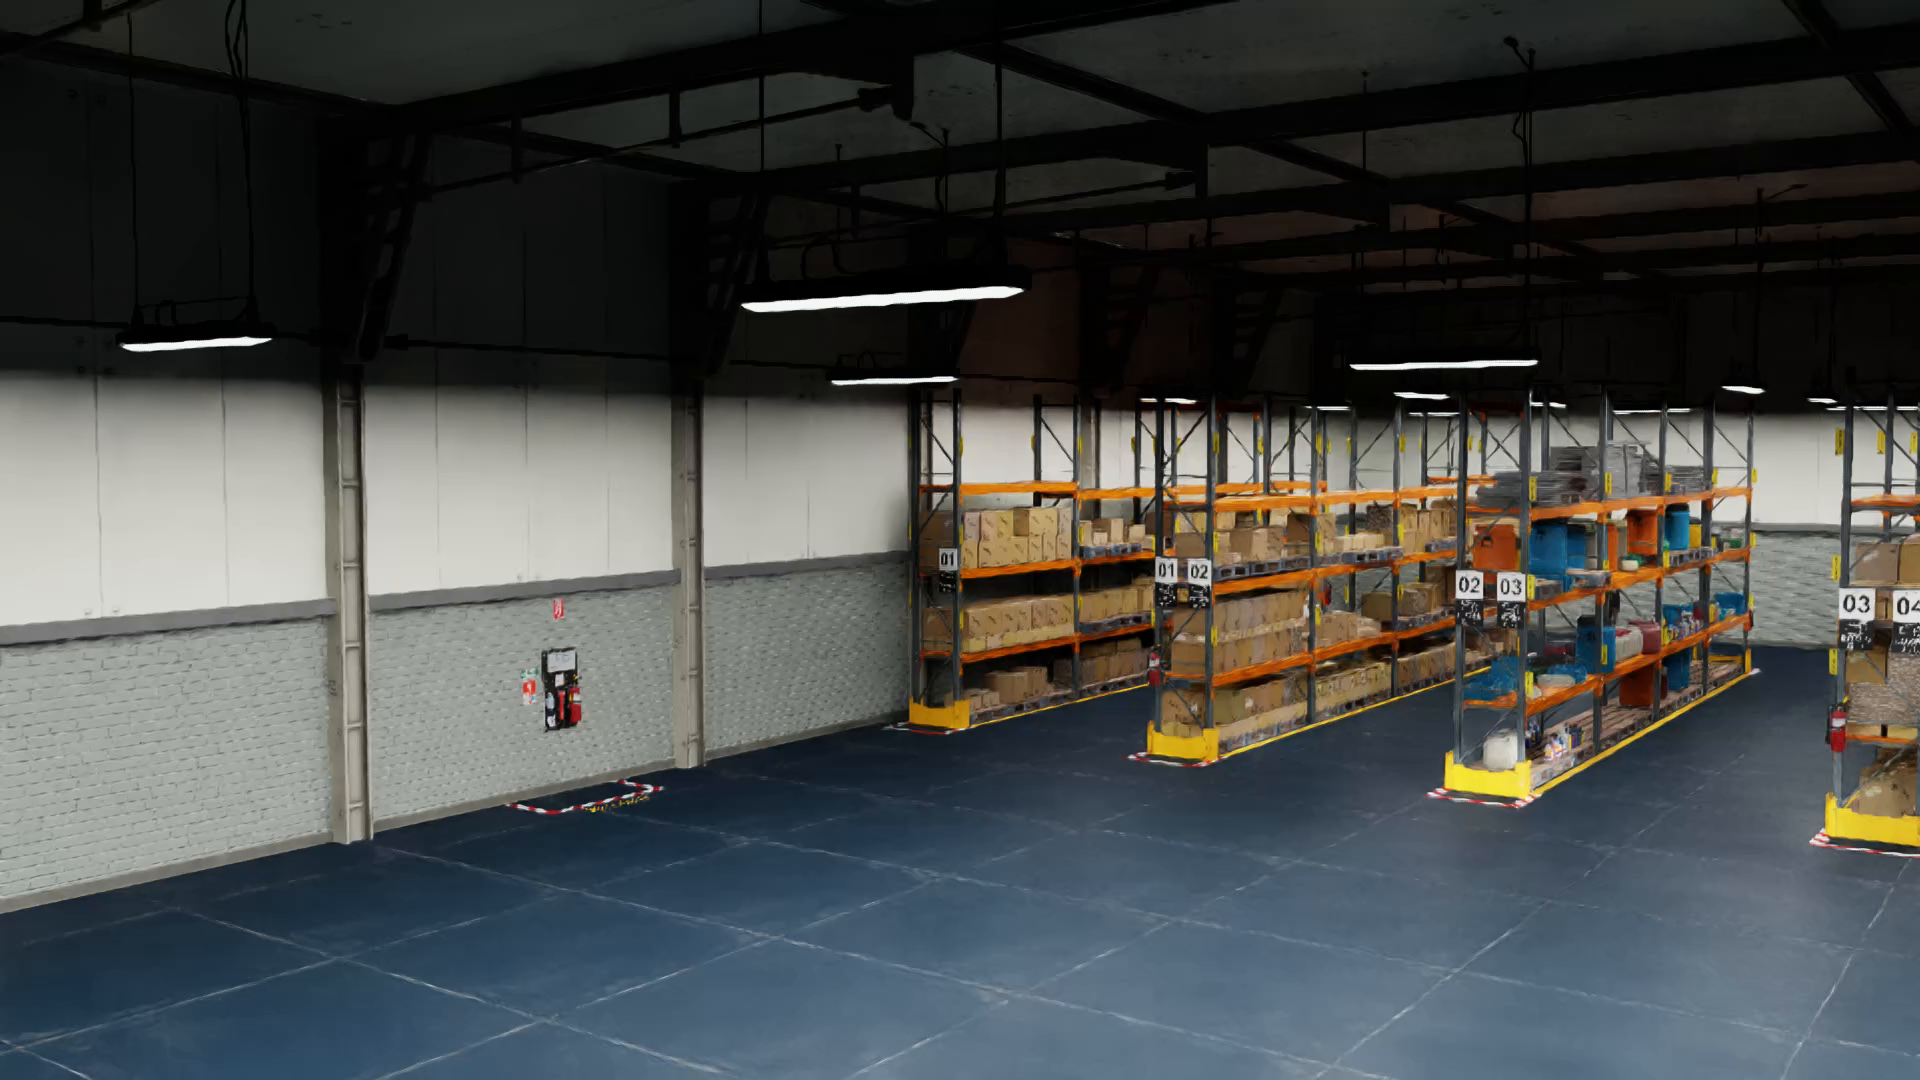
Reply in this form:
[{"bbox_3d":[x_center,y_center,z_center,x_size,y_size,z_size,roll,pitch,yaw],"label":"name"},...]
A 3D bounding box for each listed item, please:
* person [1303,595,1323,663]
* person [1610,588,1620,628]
[{"bbox_3d":[7.998,2.044,37.945,0.625,1.611,0.582,2,4,33],"label":"person"},{"bbox_3d":[16.574,1.717,42.708,0.722,1.712,0.518,0,3,-7],"label":"person"}]
